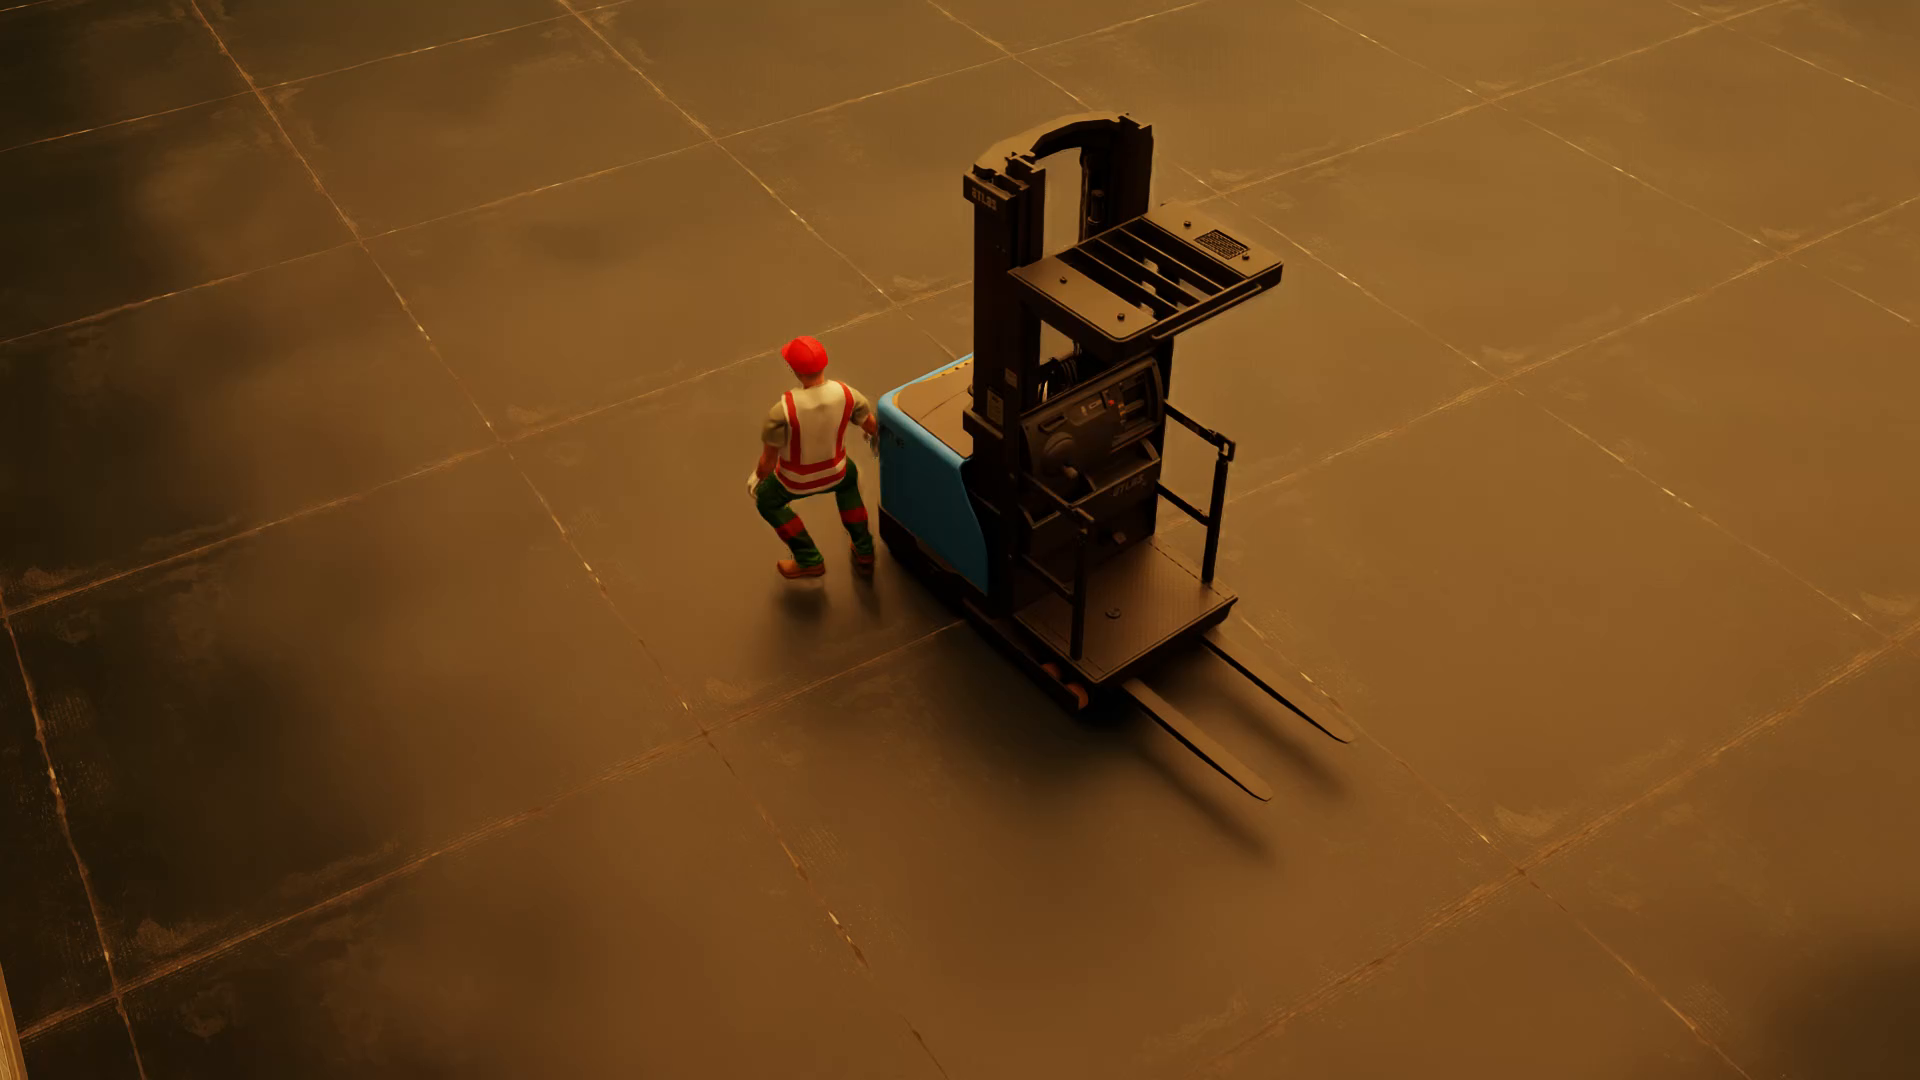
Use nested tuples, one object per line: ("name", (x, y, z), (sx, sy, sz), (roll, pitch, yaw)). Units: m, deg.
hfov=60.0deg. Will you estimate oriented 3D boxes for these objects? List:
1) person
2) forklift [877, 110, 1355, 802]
("person", (-0.797, -0.468, 9.334), (0.855, 1.665, 0.467), (-16, 44, -18))
("forklift", (0.830, -0.547, 8.497), (1.130, 2.935, 3.031), (-28, 48, -28))
